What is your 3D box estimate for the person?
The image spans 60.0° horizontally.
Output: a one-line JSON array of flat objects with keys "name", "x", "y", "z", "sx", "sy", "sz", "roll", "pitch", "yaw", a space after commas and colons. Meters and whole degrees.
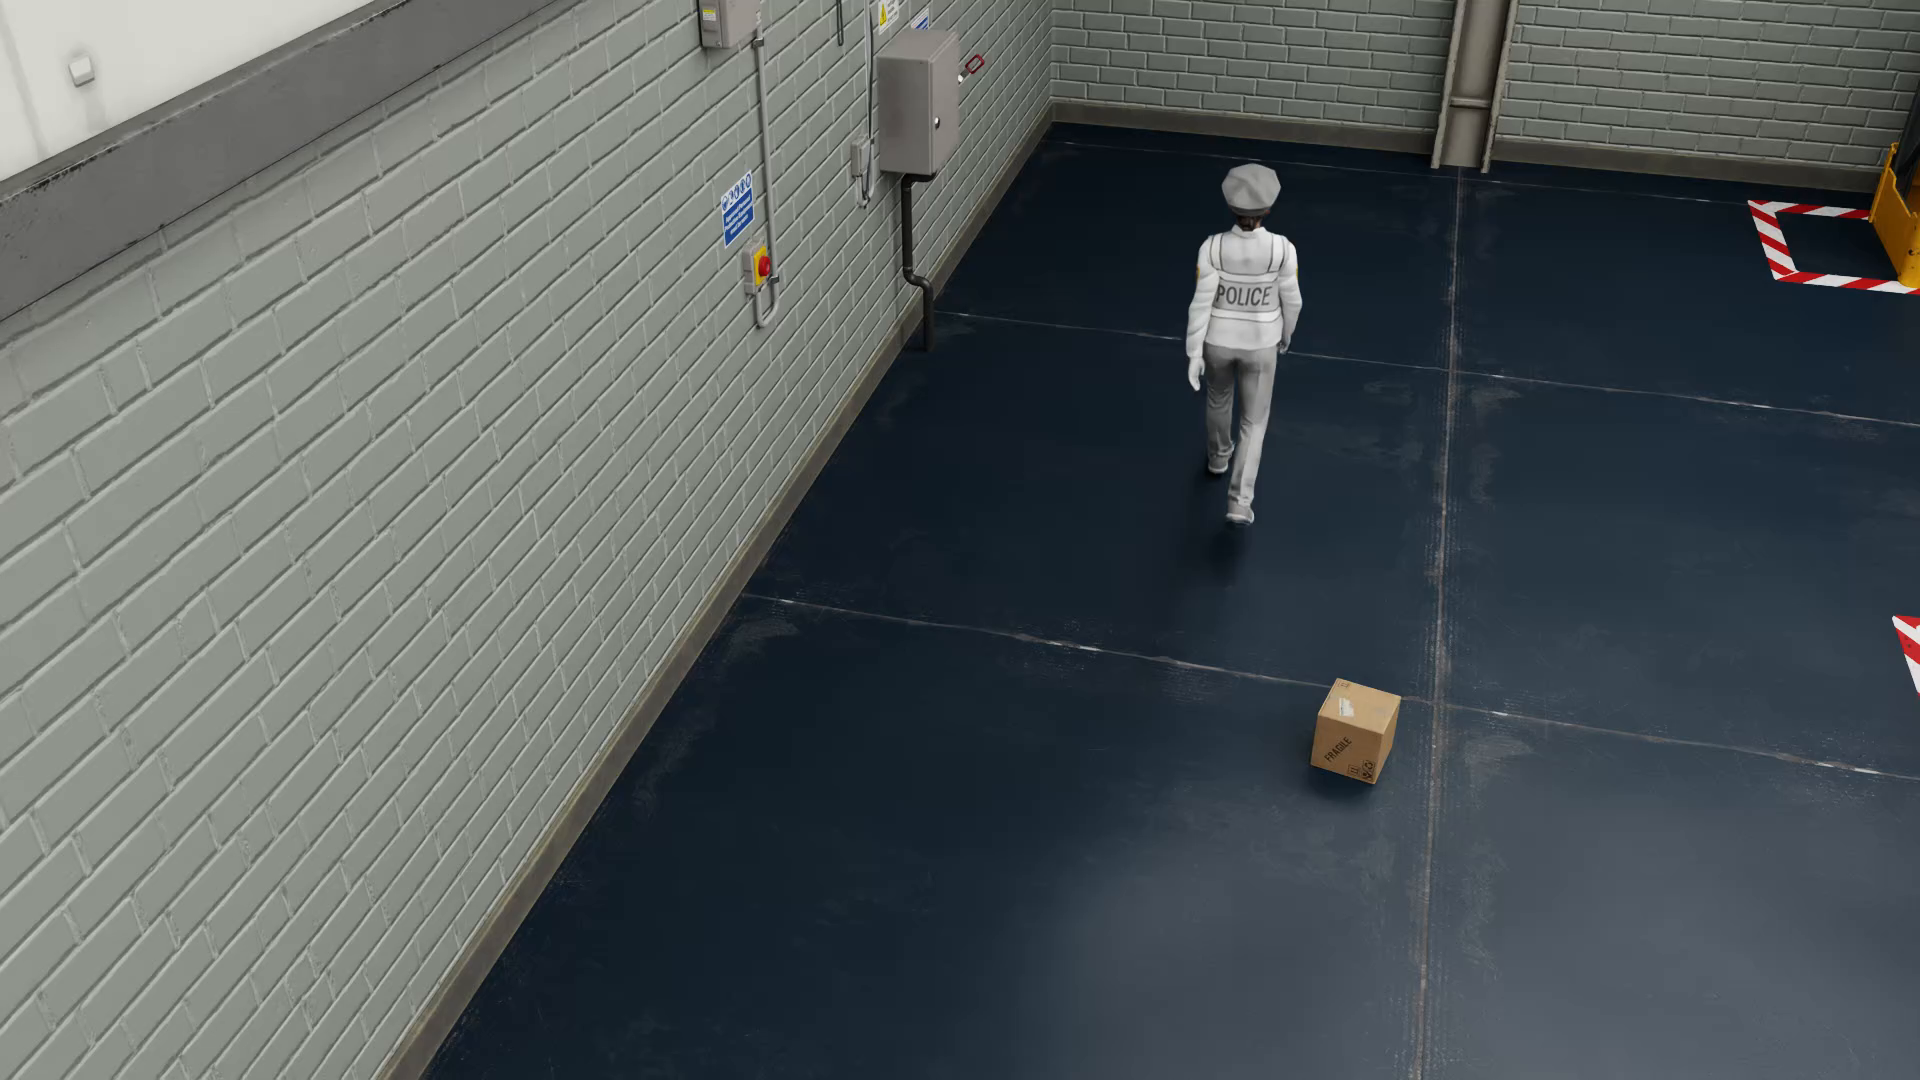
[{"name": "person", "x": 1.270, "y": -0.895, "z": 7.483, "sx": 0.486, "sy": 1.635, "sz": 0.960, "roll": 7, "pitch": 34, "yaw": 11}]
